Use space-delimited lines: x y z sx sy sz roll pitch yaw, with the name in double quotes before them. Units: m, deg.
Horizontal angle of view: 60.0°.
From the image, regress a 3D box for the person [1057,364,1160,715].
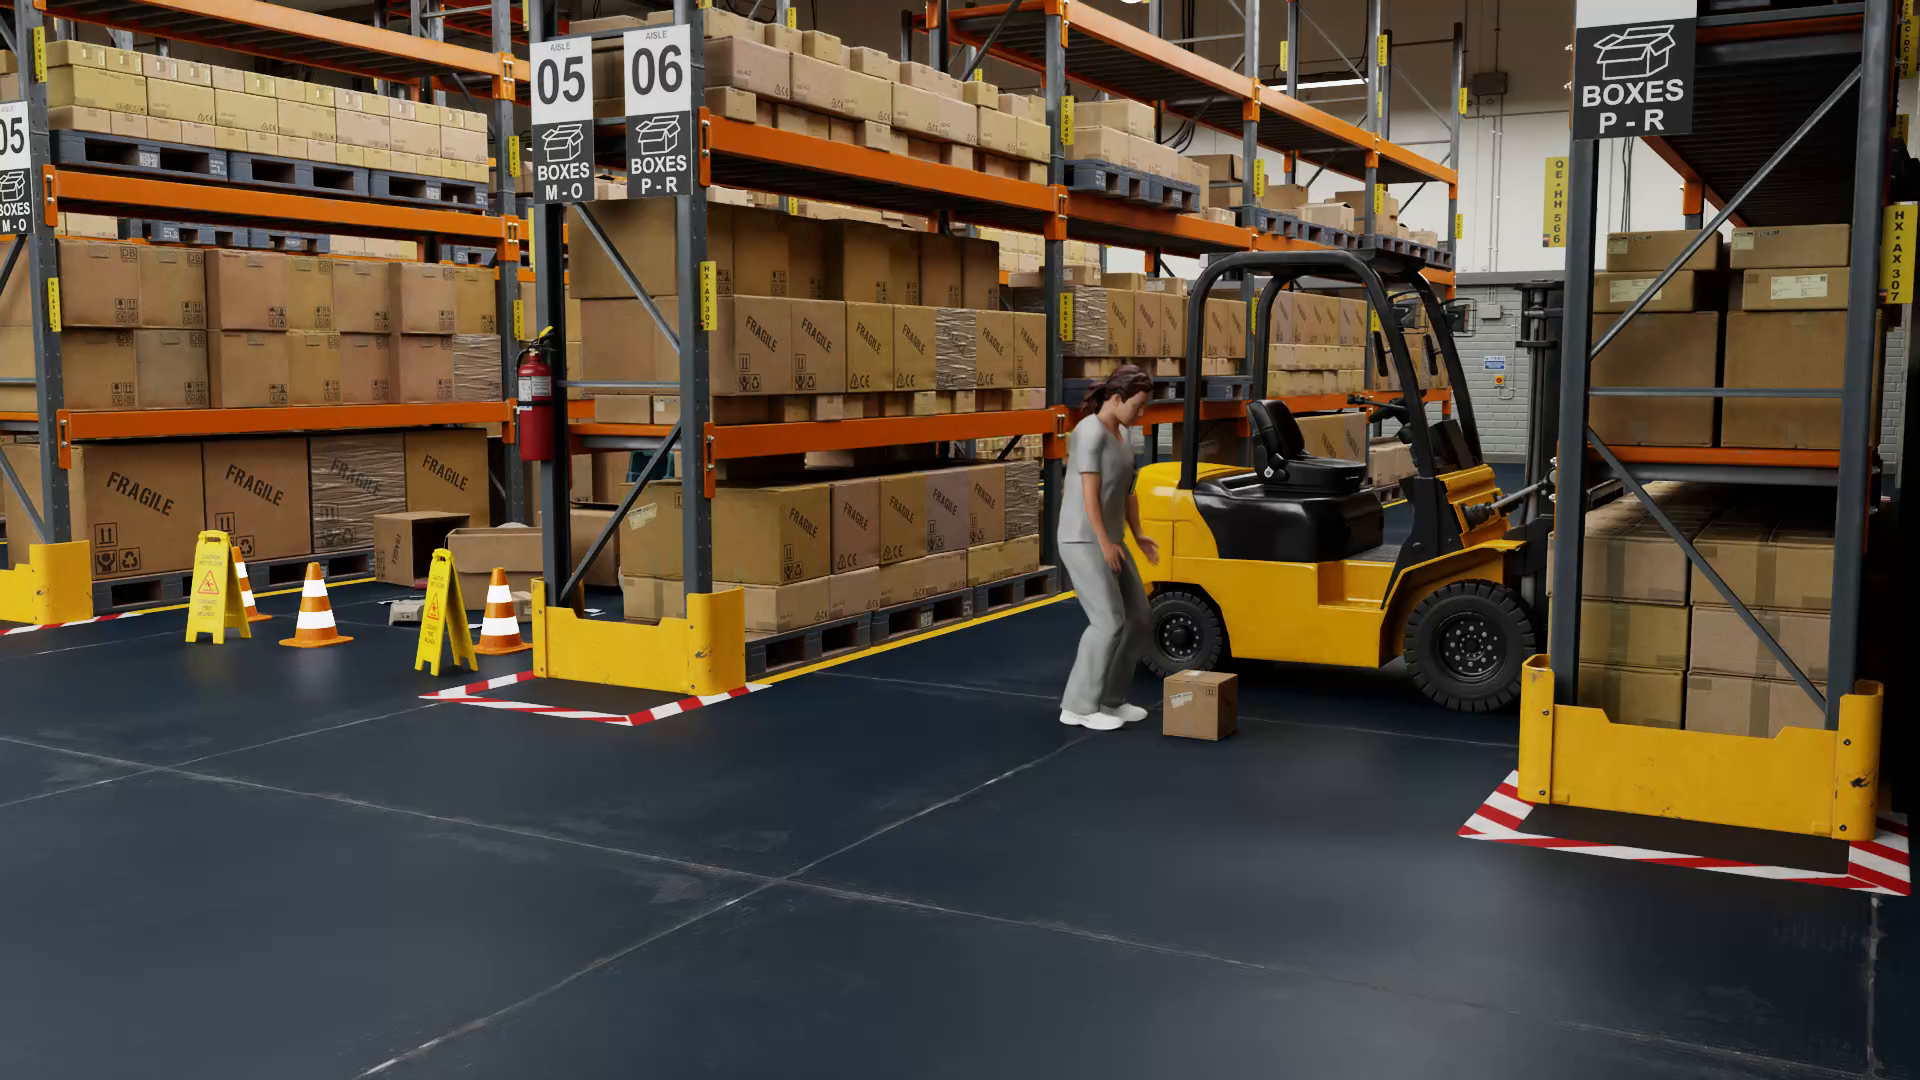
"person" 0.662 -0.006 7.449 0.406 1.559 0.464 3 7 30
